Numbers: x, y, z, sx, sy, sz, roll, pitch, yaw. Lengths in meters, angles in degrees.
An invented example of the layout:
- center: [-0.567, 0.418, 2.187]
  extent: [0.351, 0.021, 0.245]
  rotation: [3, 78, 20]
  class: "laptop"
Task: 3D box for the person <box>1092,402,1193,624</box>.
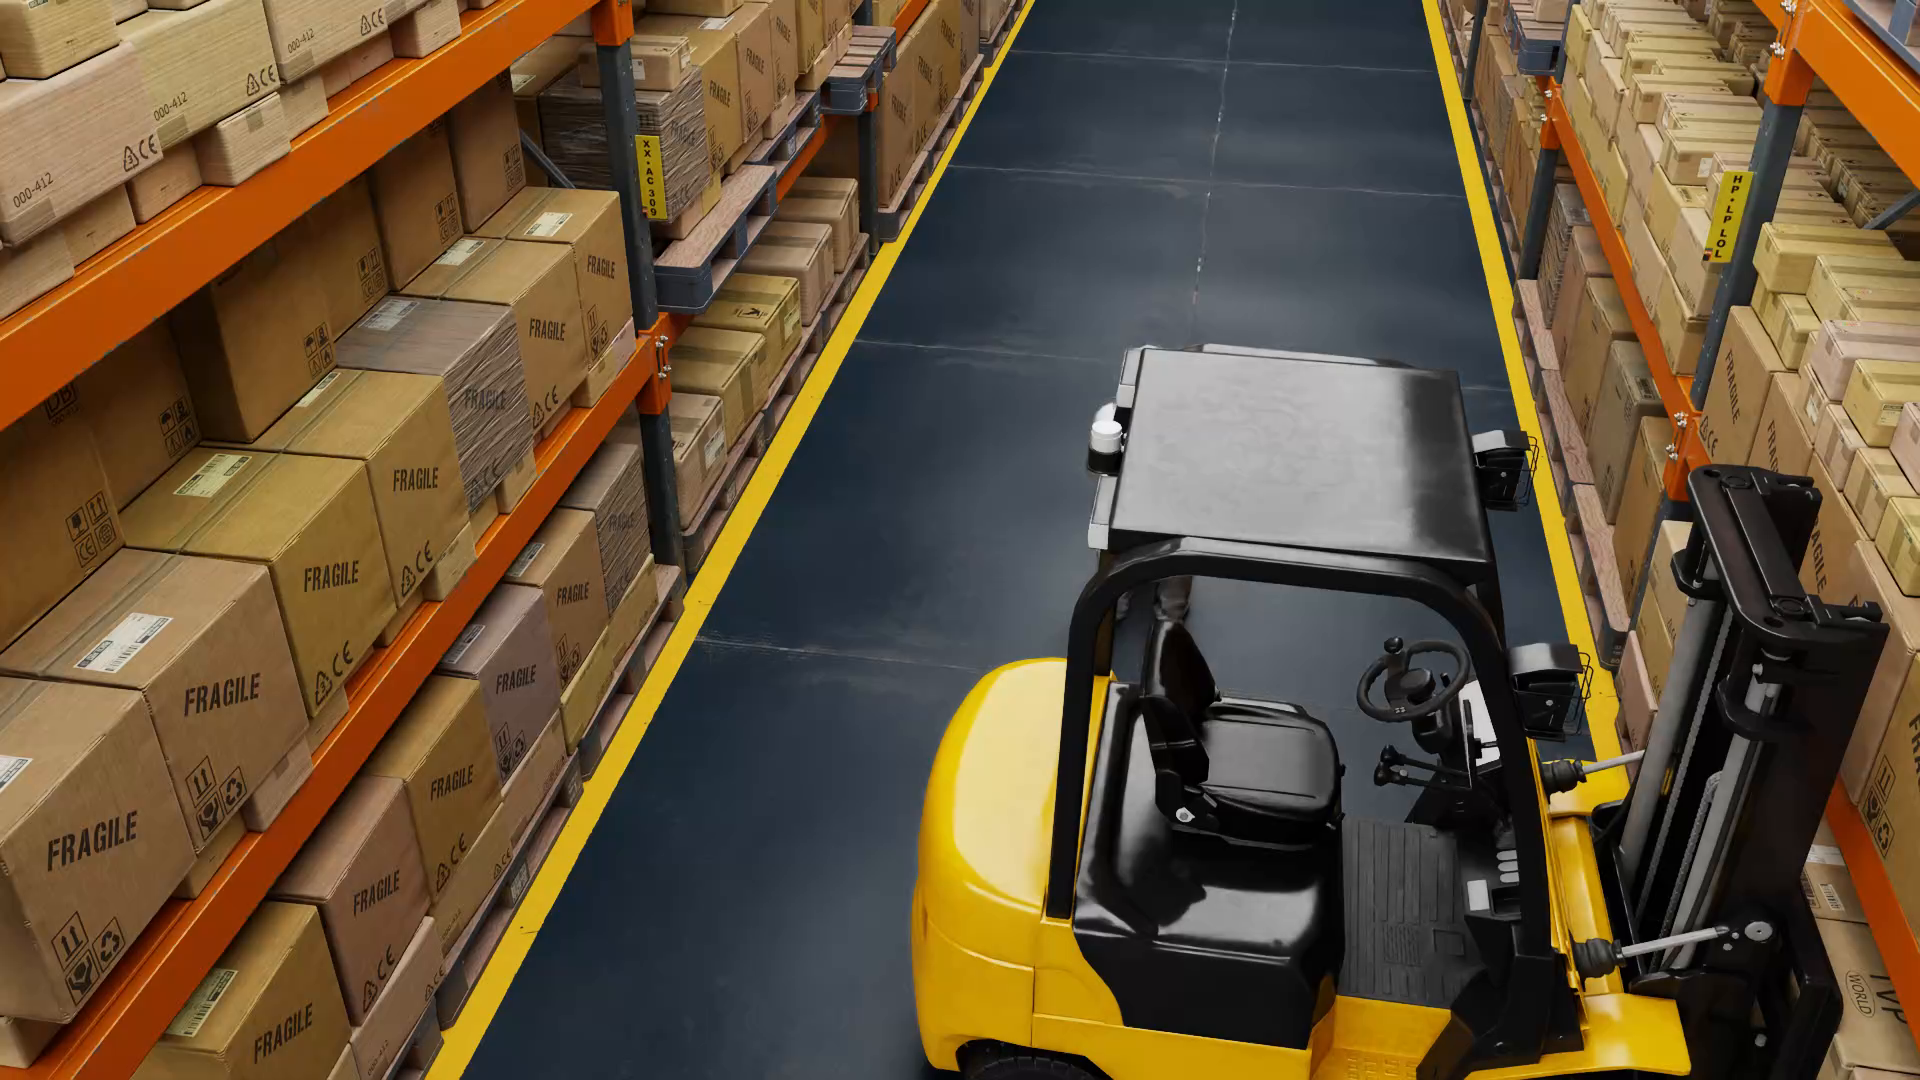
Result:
- center: [0.814, -0.187, 7.149]
  extent: [0.506, 0.992, 0.952]
  rotation: [4, 32, 7]
  class: "person"
